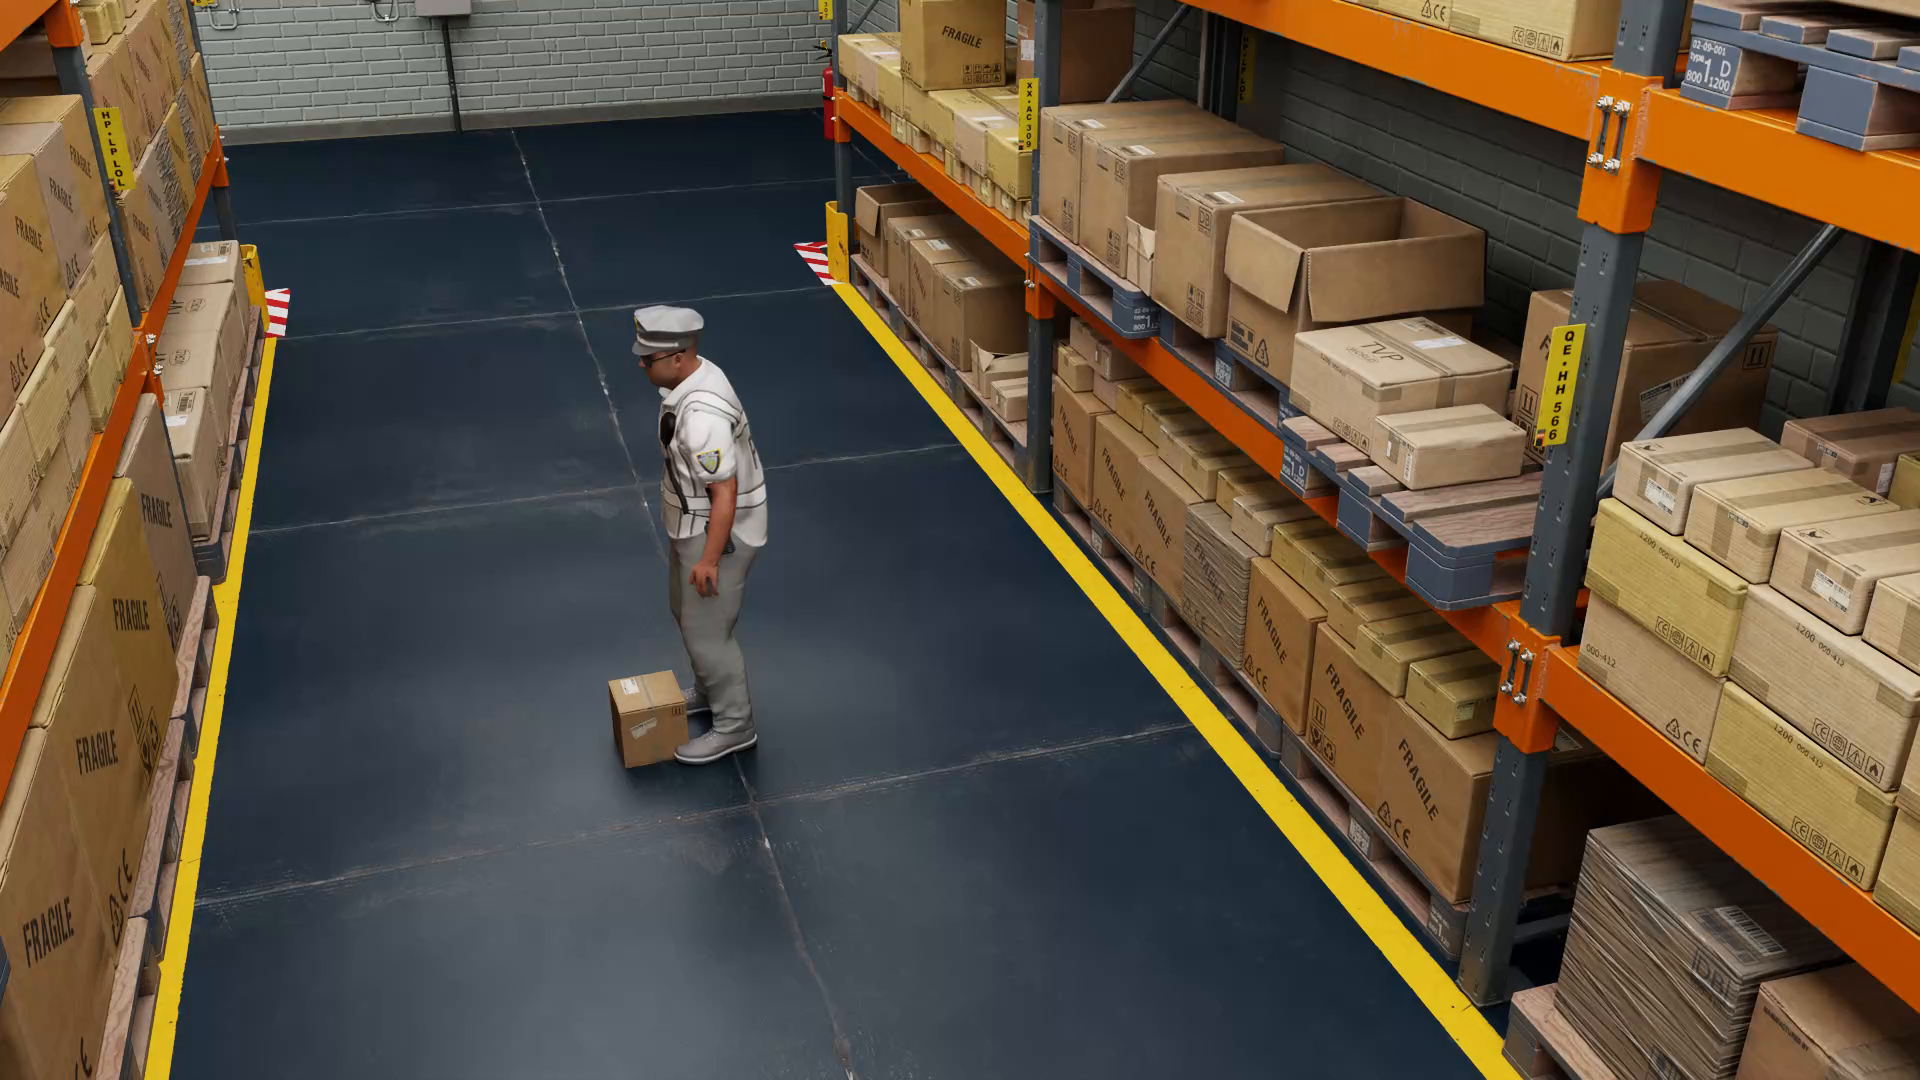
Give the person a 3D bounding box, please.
[{"bbox_3d":[-0.941,-0.031,6.167,0.438,1.747,0.584,-8,27,-16],"label":"person"}]
